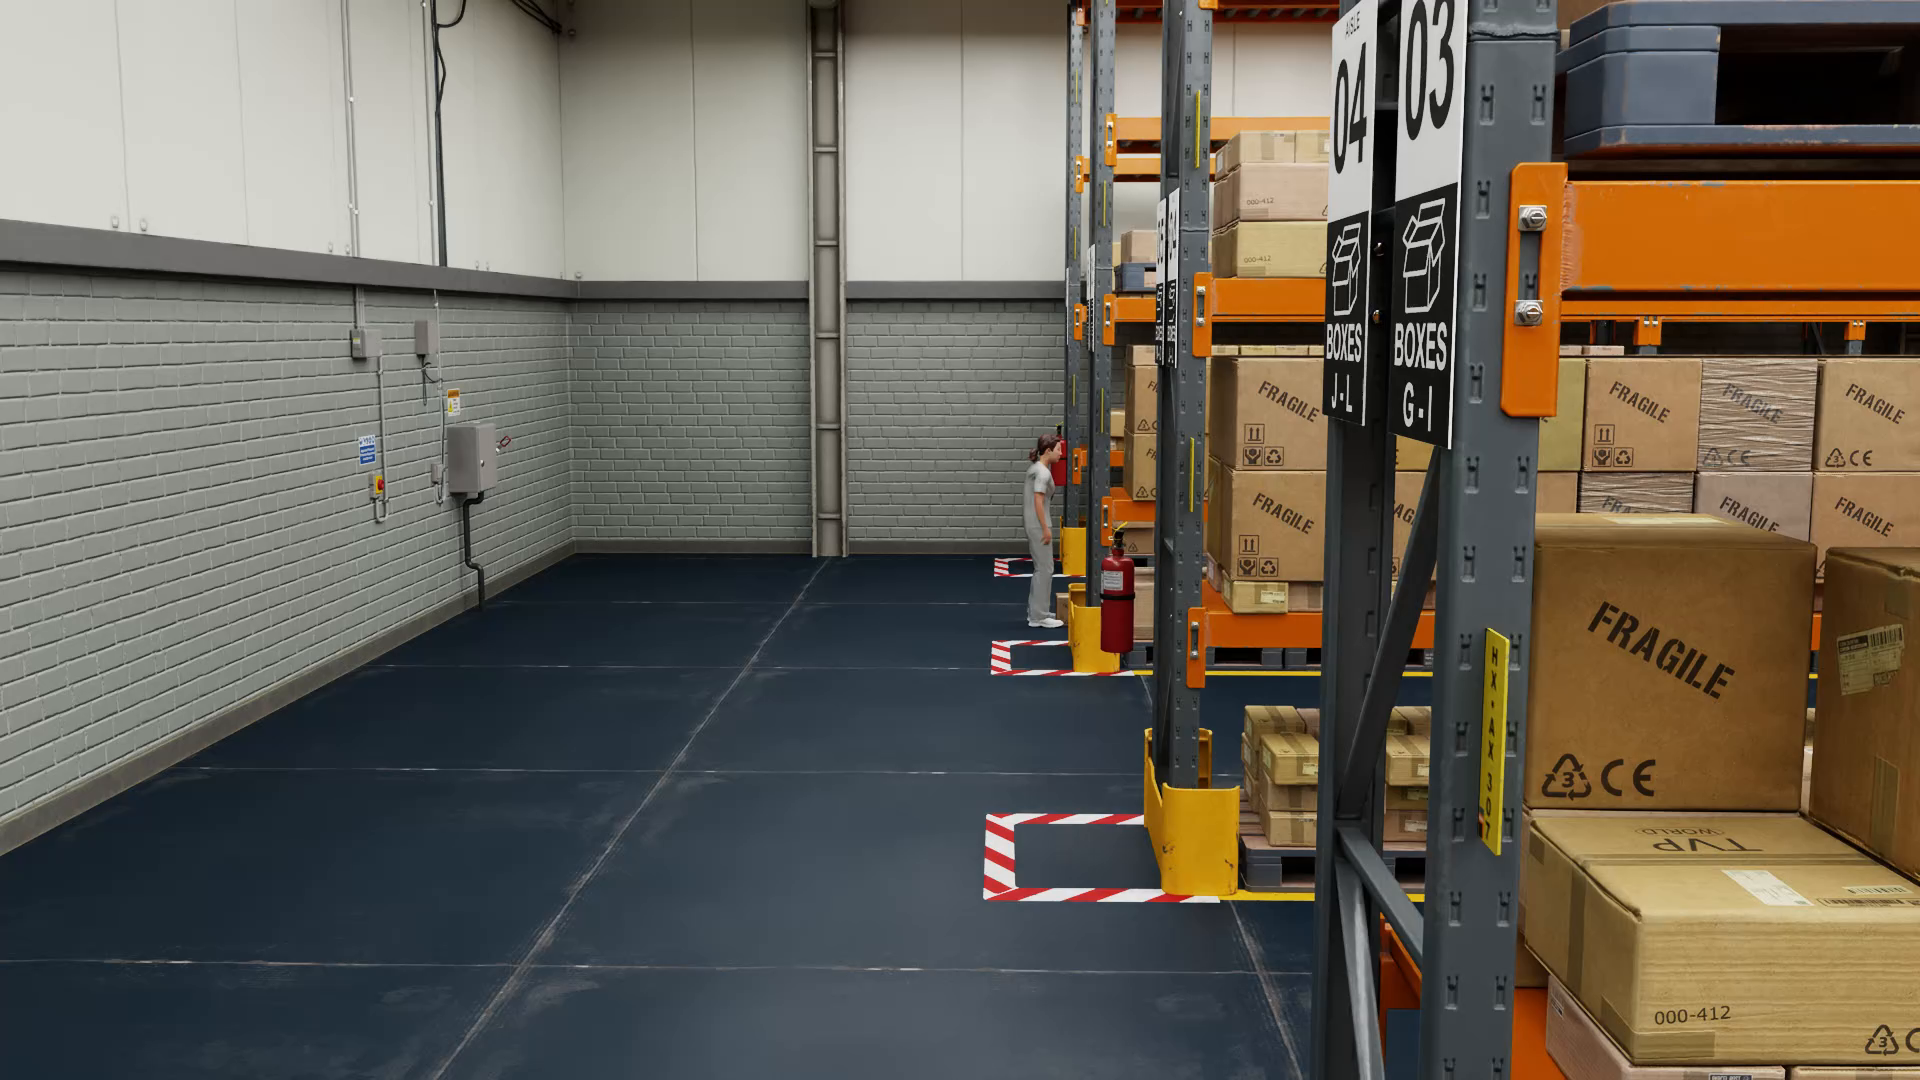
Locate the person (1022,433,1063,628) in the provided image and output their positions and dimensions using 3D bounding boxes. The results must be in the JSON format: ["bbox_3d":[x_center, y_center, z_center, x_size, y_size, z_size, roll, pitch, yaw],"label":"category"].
[{"bbox_3d":[0.720,-0.095,14.519,0.360,1.672,0.486,0,7,0],"label":"person"}]
